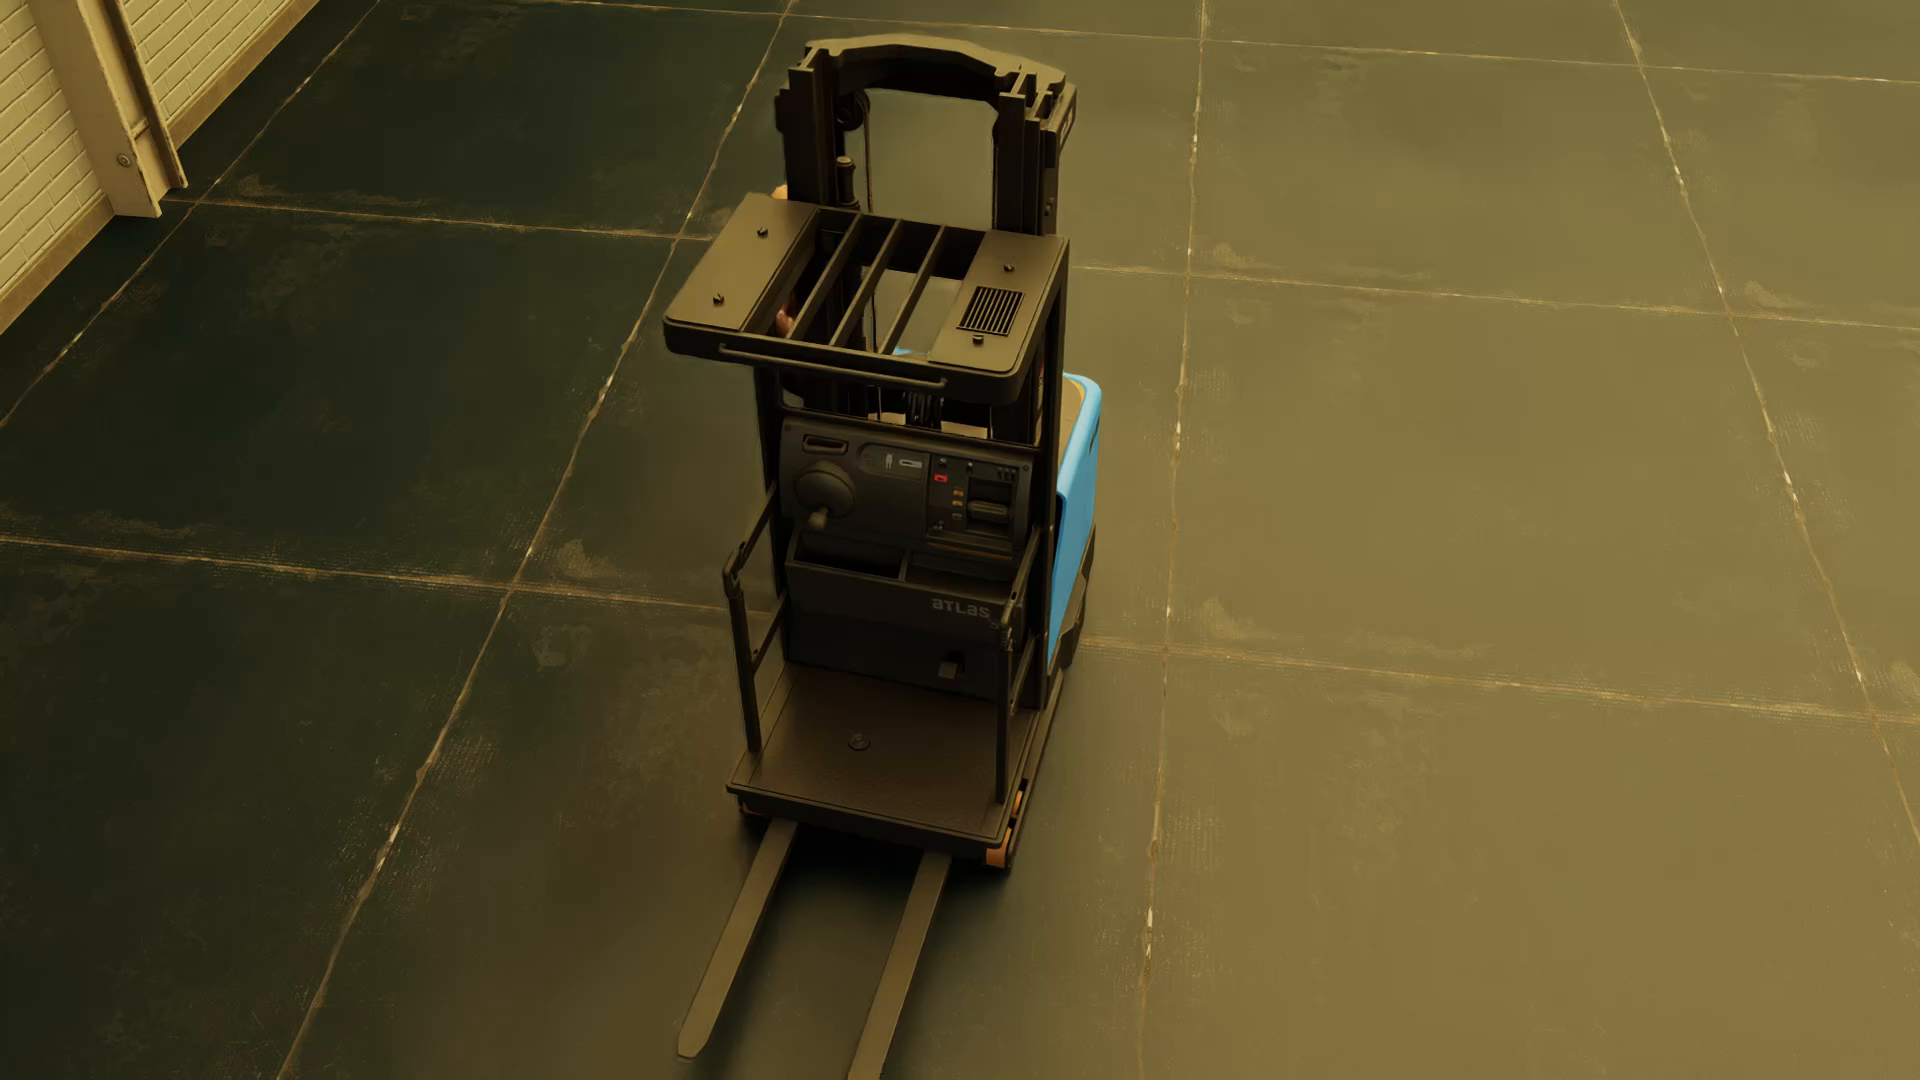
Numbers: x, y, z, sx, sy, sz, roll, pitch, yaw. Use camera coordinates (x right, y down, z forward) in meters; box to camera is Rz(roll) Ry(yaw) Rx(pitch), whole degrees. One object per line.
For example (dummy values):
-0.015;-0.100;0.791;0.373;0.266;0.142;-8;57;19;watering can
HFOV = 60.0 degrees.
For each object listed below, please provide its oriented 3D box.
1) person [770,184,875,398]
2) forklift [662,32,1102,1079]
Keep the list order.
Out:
-0.505;-0.923;7.707;0.854;1.612;1.125;5;43;5;person
-0.254;-0.096;5.829;1.130;2.935;3.031;10;44;11;forklift
